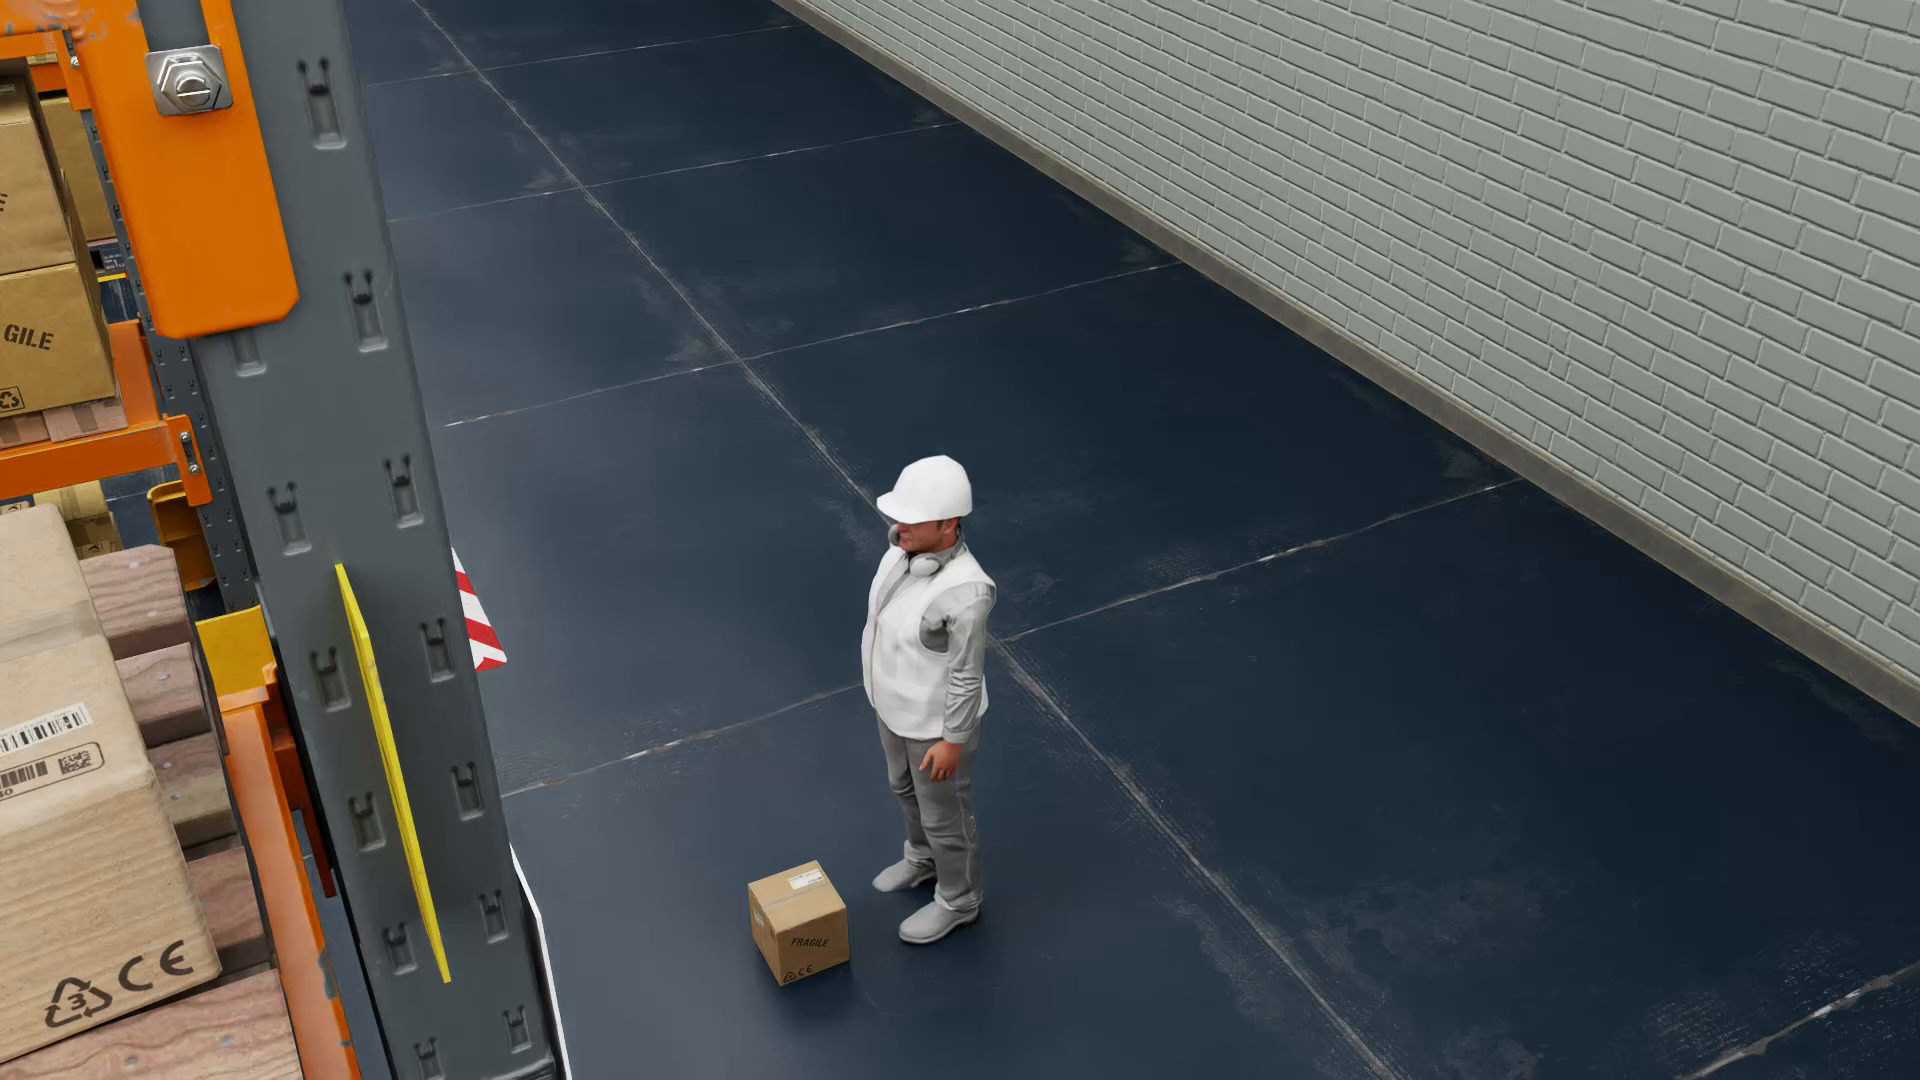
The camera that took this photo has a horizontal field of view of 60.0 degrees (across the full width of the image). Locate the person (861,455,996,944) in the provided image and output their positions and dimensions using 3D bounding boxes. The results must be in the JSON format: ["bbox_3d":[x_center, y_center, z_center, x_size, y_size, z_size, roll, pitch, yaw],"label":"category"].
[{"bbox_3d":[-0.110,0.536,5.312,0.356,1.808,0.534,-15,36,-22],"label":"person"}]
